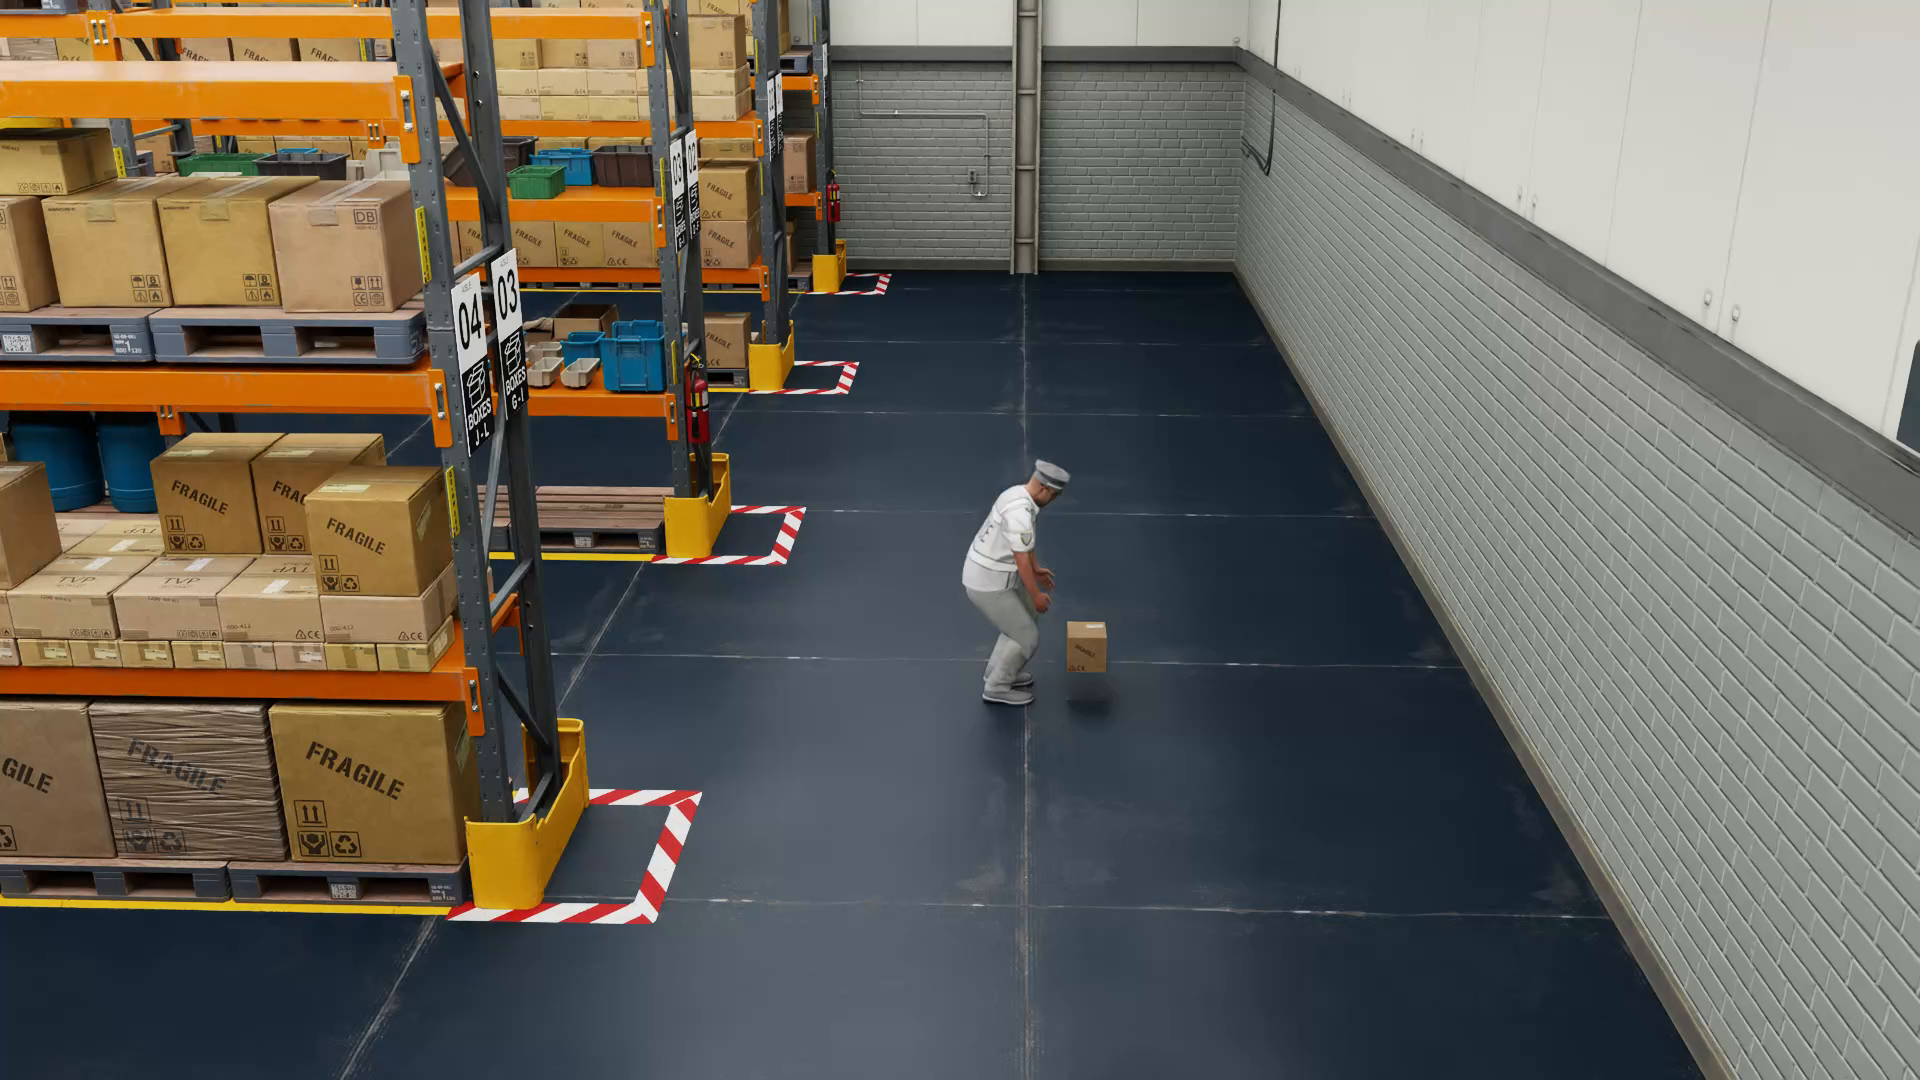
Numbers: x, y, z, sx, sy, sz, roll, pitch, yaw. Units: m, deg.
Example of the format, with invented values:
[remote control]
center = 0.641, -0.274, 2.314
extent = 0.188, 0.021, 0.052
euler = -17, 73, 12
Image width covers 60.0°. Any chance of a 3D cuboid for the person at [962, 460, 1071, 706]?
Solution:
[person]
center = 0.355, 0.253, 10.671
extent = 0.682, 1.572, 0.584
euler = 1, 21, 2
